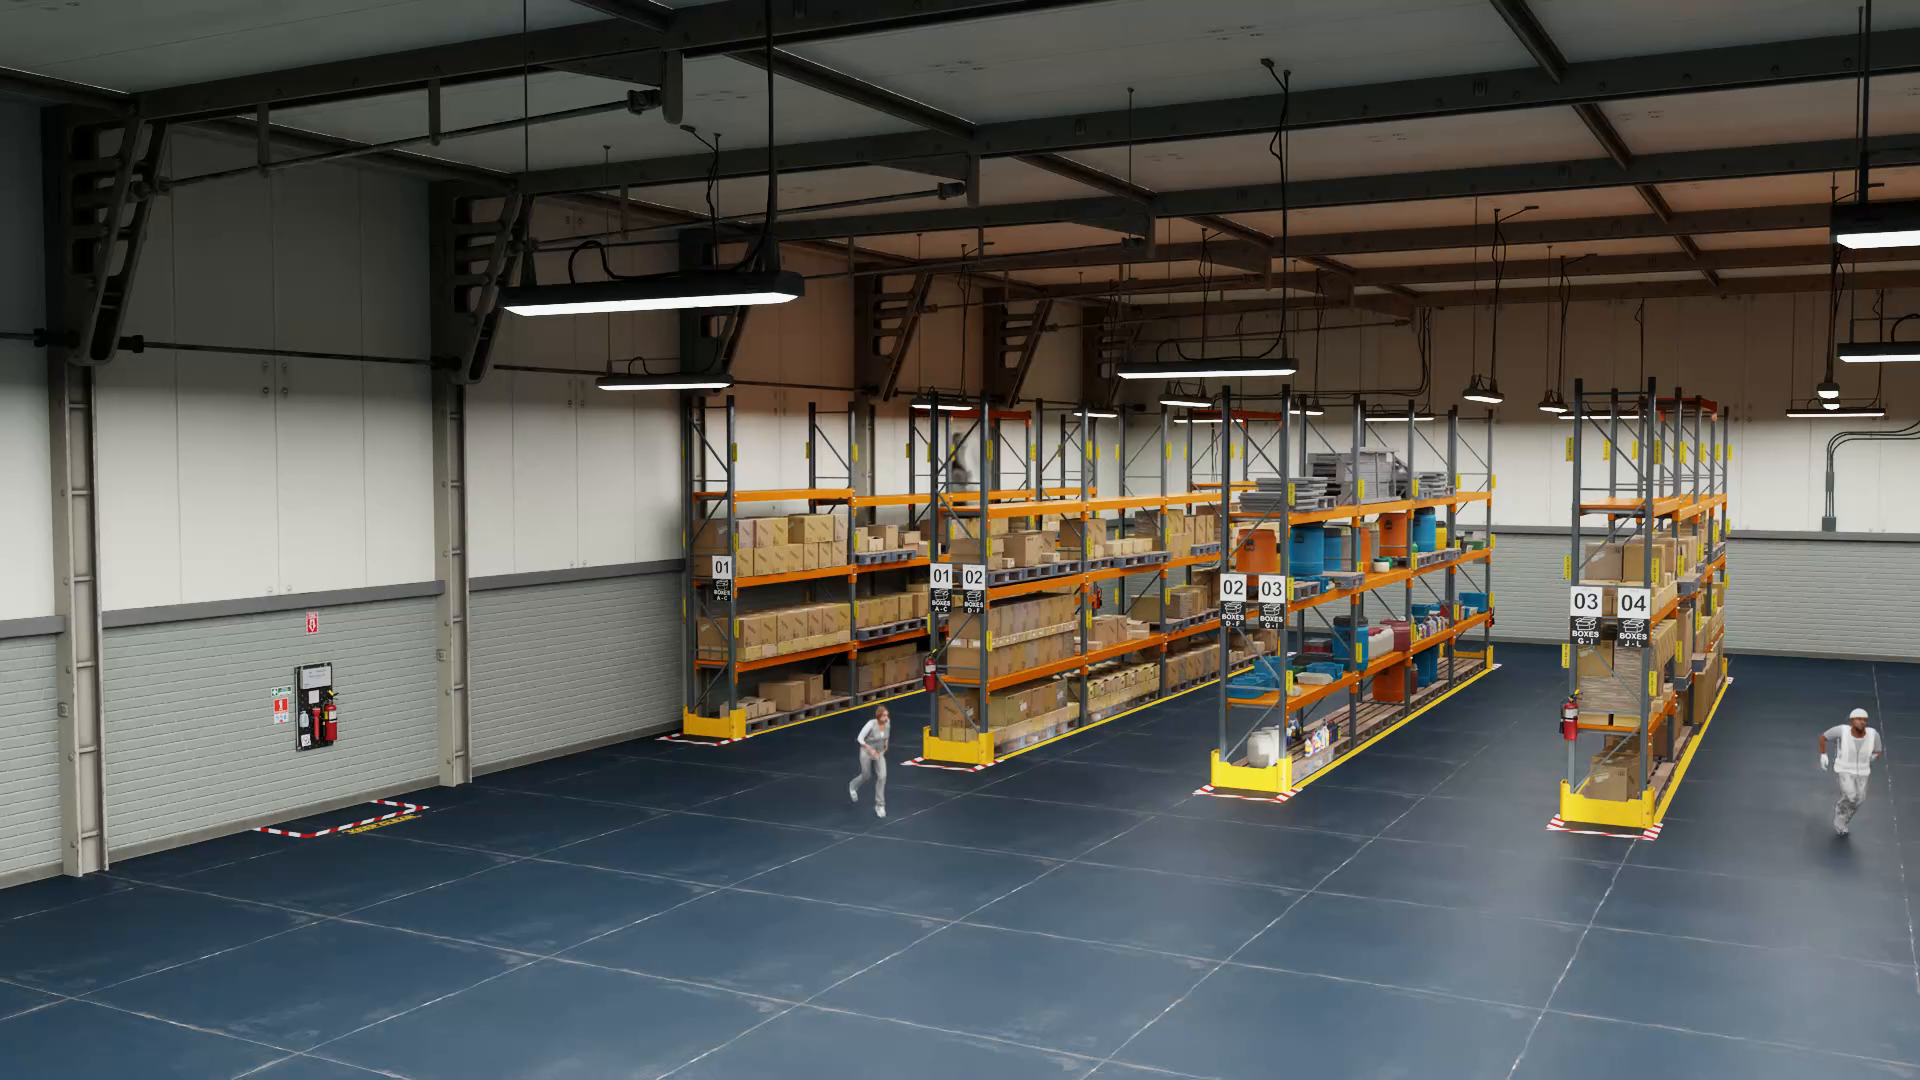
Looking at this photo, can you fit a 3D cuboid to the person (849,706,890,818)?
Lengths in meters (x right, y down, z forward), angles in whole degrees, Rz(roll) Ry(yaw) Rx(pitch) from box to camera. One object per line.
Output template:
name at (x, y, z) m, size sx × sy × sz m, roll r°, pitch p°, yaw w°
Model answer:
person at (-1.268, 3.037, 23.173) m, size 0.570 × 1.547 × 0.913 m, roll -3°, pitch 4°, yaw -40°

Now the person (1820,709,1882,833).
person at (11.493, 2.987, 21.406) m, size 0.632 × 1.674 × 0.818 m, roll 0°, pitch 3°, yaw 4°
